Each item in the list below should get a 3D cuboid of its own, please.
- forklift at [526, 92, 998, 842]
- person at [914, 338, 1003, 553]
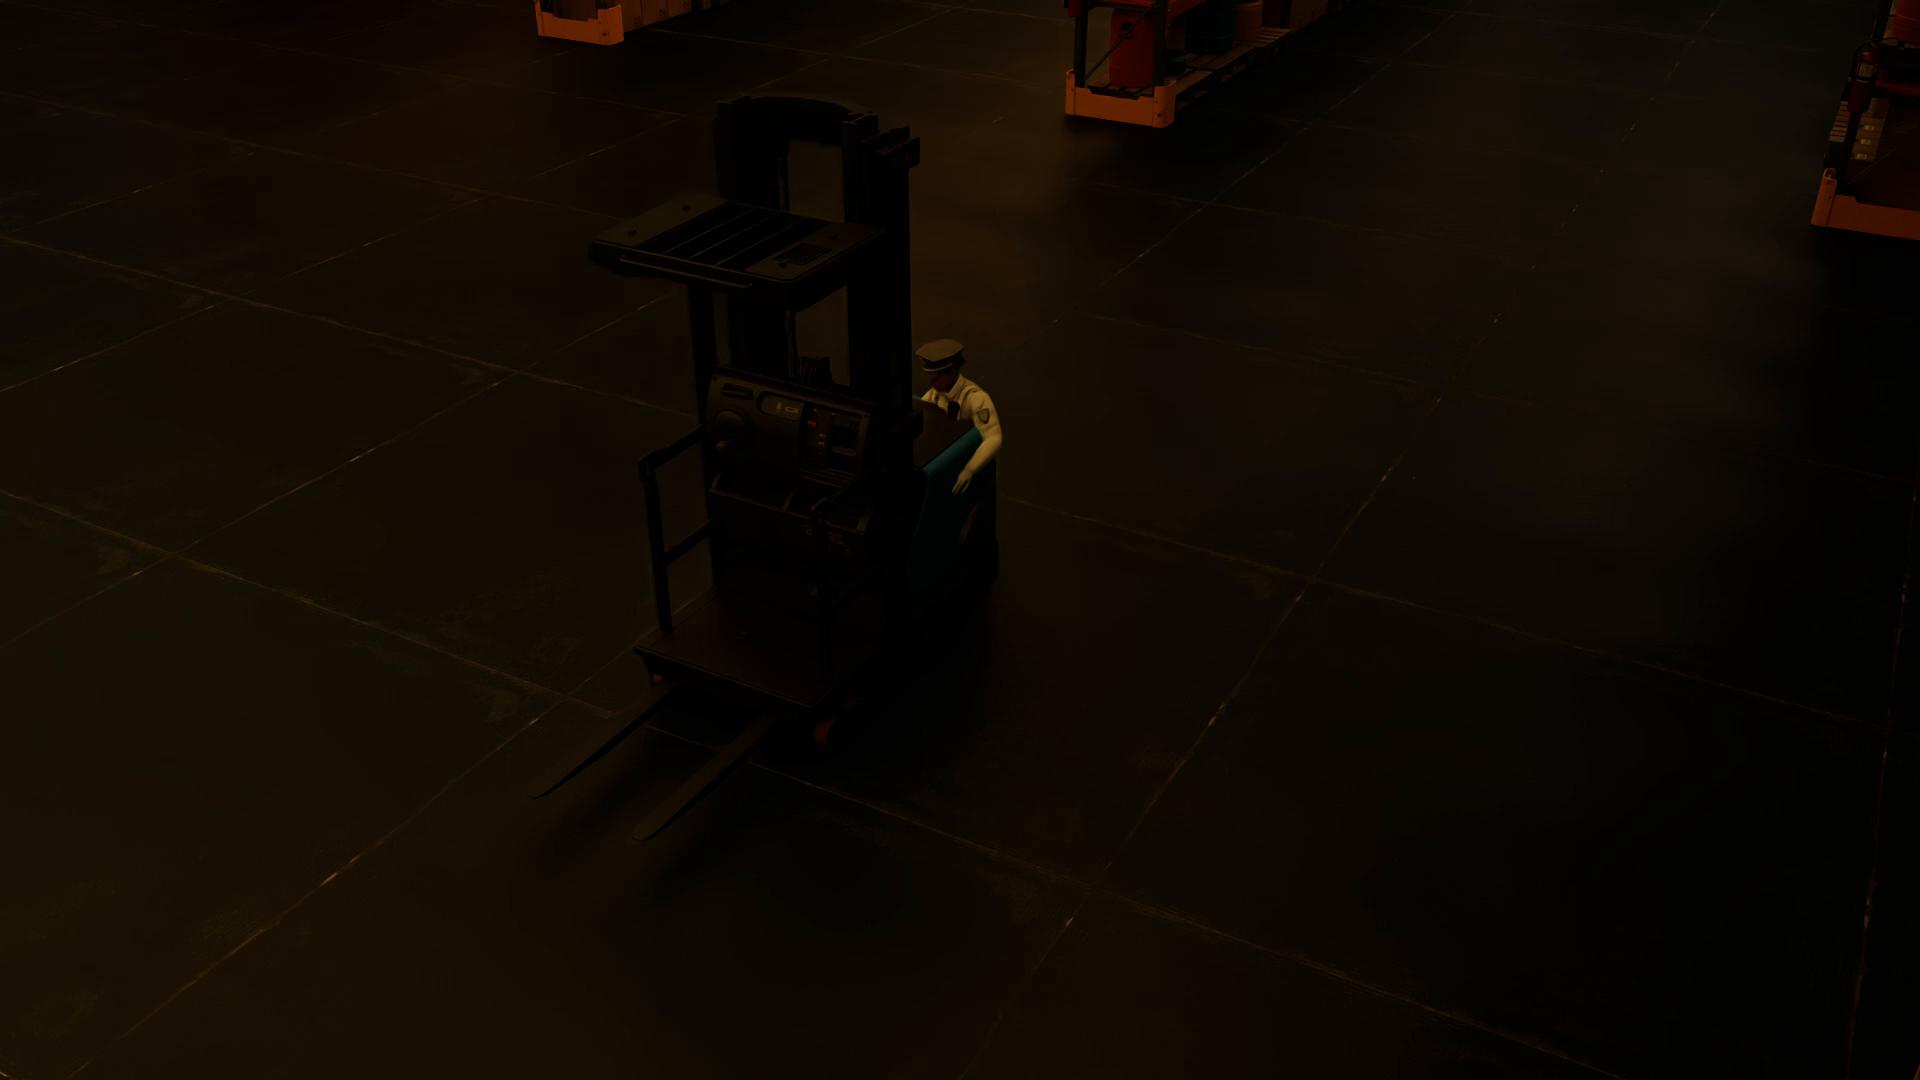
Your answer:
[{"bbox_3d":[-0.943,-0.500,7.937,1.130,2.935,3.031,16,33,25],"label":"forklift"},{"bbox_3d":[-0.161,-0.348,9.131,0.705,1.463,0.857,-24,38,-35],"label":"person"}]
